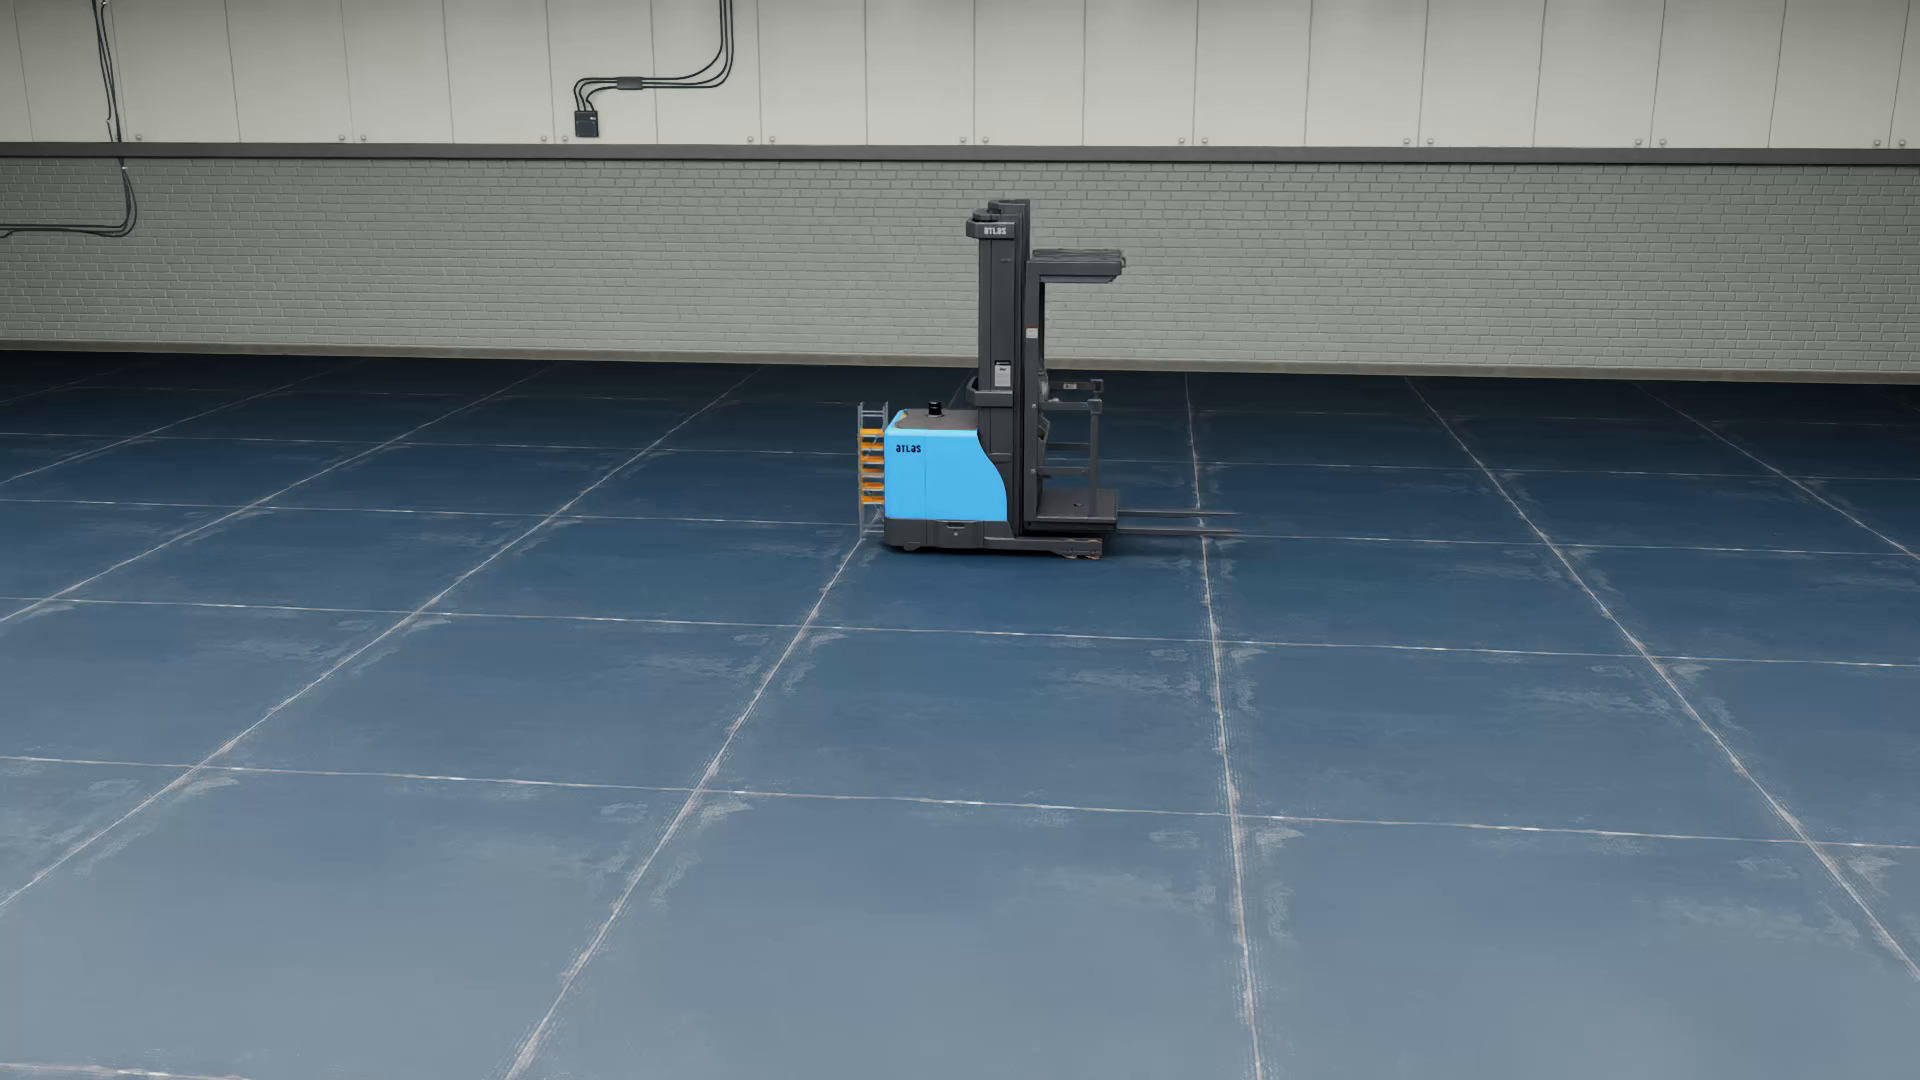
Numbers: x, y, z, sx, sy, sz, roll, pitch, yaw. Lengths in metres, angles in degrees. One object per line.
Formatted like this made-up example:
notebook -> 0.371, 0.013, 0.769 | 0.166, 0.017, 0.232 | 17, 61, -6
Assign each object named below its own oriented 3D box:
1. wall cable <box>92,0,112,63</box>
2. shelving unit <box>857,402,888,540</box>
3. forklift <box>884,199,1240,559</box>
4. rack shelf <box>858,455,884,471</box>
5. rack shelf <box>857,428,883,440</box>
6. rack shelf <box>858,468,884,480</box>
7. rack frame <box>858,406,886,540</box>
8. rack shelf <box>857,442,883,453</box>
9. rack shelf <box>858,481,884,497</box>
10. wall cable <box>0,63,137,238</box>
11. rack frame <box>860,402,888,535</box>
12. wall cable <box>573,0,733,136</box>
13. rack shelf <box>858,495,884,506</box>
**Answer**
wall cable -> -11.024, -8.075, 23.559 | 3.097, 2.526, 0.112 | 2, 15, 6
shelving unit -> -0.757, -0.601, 14.588 | 0.258, 1.200, 0.189 | 1, 15, 4
forklift -> 0.895, -1.397, 14.215 | 3.031, 2.935, 1.130 | 1, 15, 5
rack shelf -> -0.757, -0.674, 14.568 | 0.258, 0.103, 0.180 | 1, 15, 4
rack shelf -> -0.757, -0.906, 14.505 | 0.258, 0.103, 0.180 | 1, 15, 4
rack shelf -> -0.757, -0.559, 14.599 | 0.258, 0.103, 0.180 | 1, 15, 4
rack frame -> -0.764, -0.578, 14.500 | 0.240, 1.200, 0.006 | 1, 15, 4
rack shelf -> -0.757, -0.790, 14.537 | 0.258, 0.103, 0.180 | 1, 15, 4
rack shelf -> -0.757, -0.443, 14.631 | 0.258, 0.103, 0.180 | 1, 15, 4
wall cable -> -13.712, -5.717, 24.512 | 3.097, 2.526, 0.112 | 2, 15, 6
rack frame -> -0.751, -0.625, 14.676 | 0.240, 1.200, 0.006 | 1, 15, 4
wall cable -> -4.281, -8.574, 22.614 | 2.305, 6.003, 0.169 | 2, 15, 6
rack shelf -> -0.757, -0.327, 14.662 | 0.258, 0.103, 0.180 | 1, 15, 4
